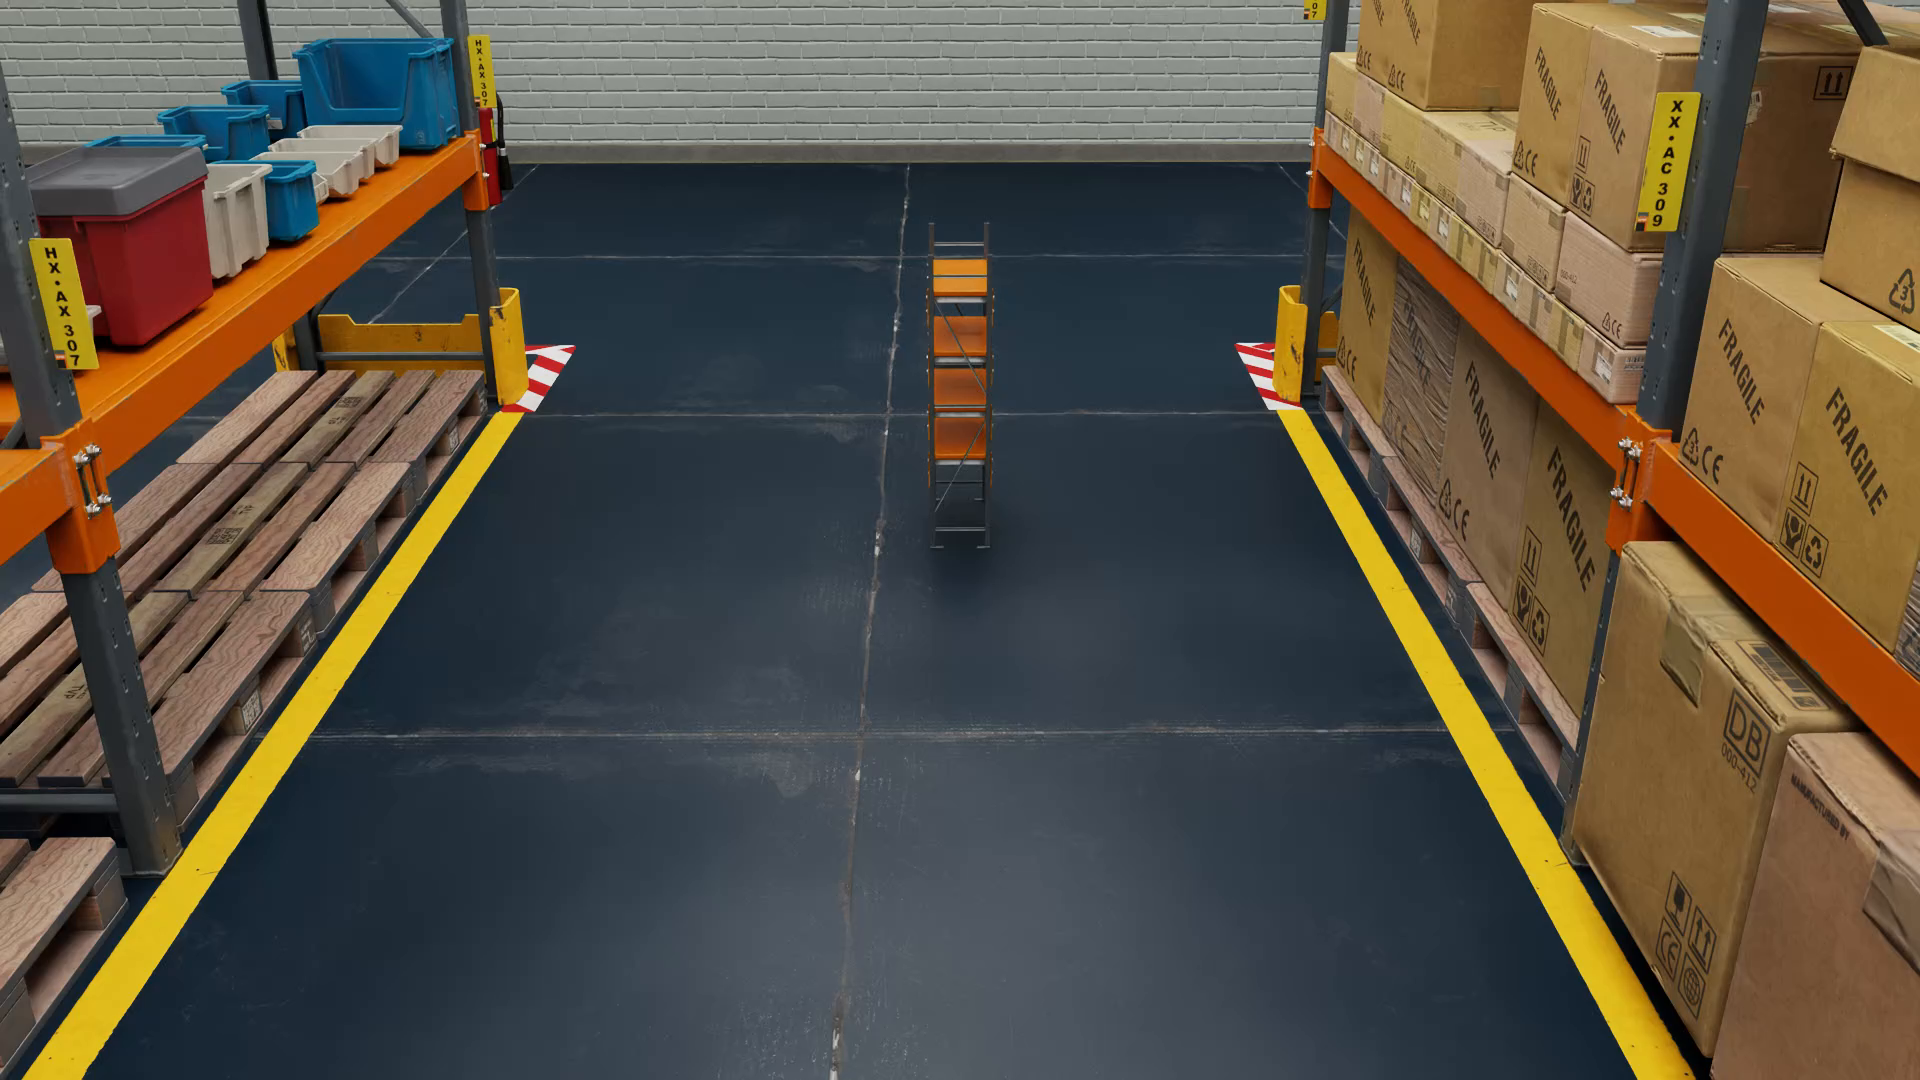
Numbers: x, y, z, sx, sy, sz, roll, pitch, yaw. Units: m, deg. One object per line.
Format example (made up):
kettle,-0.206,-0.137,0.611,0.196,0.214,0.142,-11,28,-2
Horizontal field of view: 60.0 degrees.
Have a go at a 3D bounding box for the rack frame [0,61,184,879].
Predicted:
rack frame,-2.724,-0.443,4.089,1.000,3.000,0.127,0,24,-1

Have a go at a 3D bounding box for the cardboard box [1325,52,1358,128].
cardboard box,1.920,-1.981,7.312,0.500,0.250,0.500,-1,24,-2

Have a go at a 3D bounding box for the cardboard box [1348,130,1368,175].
cardboard box,1.866,-1.640,7.040,0.380,0.149,0.250,-1,24,-2

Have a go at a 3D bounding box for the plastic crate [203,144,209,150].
plastic crate,-3.166,-1.483,6.636,0.250,0.136,0.298,0,24,-1

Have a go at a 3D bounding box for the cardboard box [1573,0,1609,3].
cardboard box,2.453,-2.322,7.156,0.500,0.500,0.500,0,24,0

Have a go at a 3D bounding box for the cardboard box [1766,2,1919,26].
cardboard box,2.482,-1.275,4.841,0.500,0.500,0.500,0,24,-1

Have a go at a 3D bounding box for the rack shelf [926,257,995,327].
rack shelf,-0.002,-0.973,6.492,0.258,0.148,0.480,0,24,-1

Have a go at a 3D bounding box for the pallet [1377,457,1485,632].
pallet,2.283,-0.012,6.520,1.003,0.211,1.213,0,24,-1

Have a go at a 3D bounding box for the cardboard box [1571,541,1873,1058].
cardboard box,2.256,0.576,3.906,1.225,0.875,0.875,0,24,0

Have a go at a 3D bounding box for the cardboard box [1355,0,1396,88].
cardboard box,1.926,-2.117,6.702,0.500,0.500,0.500,-1,24,-2

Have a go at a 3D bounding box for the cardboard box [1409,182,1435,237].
cardboard box,1.877,-1.217,6.106,0.380,0.149,0.250,-1,24,-2

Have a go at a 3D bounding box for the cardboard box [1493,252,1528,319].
cardboard box,1.889,-0.792,5.167,0.380,0.149,0.250,0,24,0

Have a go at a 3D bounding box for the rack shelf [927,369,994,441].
rack shelf,-0.002,-0.554,6.681,0.258,0.148,0.480,0,24,-1

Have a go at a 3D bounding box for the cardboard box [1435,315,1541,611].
cardboard box,2.292,-0.331,5.911,0.875,0.875,0.875,0,24,-1

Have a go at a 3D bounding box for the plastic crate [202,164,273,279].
plastic crate,-2.556,-1.046,5.494,0.437,0.282,0.530,0,24,-1

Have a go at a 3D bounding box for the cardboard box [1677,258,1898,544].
cardboard box,1.984,-0.320,3.696,0.500,0.500,0.500,0,24,0

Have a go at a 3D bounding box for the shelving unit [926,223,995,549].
shelving unit,-0.002,-0.615,6.654,0.258,1.200,0.503,0,24,-1

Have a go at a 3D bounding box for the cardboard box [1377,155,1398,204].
cardboard box,1.872,-1.427,6.571,0.380,0.149,0.250,-1,24,-2

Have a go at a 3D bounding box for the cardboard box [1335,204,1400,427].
cardboard box,2.272,-1.073,7.551,0.875,0.875,0.875,0,24,-1

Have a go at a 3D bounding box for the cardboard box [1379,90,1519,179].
cardboard box,1.935,-1.560,6.380,0.500,0.250,0.500,-1,24,-2

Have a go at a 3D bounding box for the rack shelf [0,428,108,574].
rack shelf,-2.702,0.709,2.415,1.077,0.370,4.000,0,24,-1

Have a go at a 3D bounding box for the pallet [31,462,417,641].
pallet,-2.787,0.021,6.447,1.003,0.211,1.213,0,24,-1

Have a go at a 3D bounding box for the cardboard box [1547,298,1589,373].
cardboard box,1.895,-0.581,4.699,0.380,0.149,0.250,0,24,0

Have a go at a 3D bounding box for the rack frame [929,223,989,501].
rack frame,-0.004,-0.715,6.876,0.240,1.200,0.015,0,24,-1

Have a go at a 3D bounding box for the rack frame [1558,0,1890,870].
rack frame,2.229,-0.465,4.138,1.000,3.000,0.127,0,24,-1

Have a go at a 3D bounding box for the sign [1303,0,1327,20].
sign,1.630,-2.544,7.587,0.100,0.325,0.005,0,24,-1

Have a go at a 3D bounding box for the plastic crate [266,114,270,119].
plastic crate,-3.173,-1.762,7.254,0.250,0.136,0.298,0,24,-1

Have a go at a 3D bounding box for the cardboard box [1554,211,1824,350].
cardboard box,1.962,-0.713,4.507,0.500,0.250,0.500,-1,24,-2

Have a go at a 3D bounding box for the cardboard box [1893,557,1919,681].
cardboard box,1.995,0.094,2.782,0.500,0.500,0.500,-1,24,-2

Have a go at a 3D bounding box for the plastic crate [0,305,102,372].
plastic crate,-2.586,-0.542,4.556,0.396,0.136,0.243,0,24,-1

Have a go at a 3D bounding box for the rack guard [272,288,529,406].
rack guard,-2.781,-0.962,8.270,1.175,0.500,0.348,0,24,-1

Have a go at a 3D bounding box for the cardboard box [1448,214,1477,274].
cardboard box,1.883,-1.004,5.635,0.380,0.149,0.250,-1,24,-1

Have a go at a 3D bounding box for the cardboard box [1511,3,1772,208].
cardboard box,1.955,-1.268,4.826,0.500,0.500,0.500,0,24,0

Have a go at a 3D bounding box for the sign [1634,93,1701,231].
sign,1.674,-0.892,3.936,0.100,0.325,0.005,0,24,-1

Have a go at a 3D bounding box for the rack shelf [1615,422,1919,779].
rack shelf,2.251,0.687,2.464,1.077,0.370,4.000,0,24,-1

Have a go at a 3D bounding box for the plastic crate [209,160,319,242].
plastic crate,-2.489,-1.197,5.887,0.416,0.233,0.300,0,24,-1

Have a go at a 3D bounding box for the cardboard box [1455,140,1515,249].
cardboard box,1.948,-1.136,5.444,0.500,0.250,0.500,0,24,1

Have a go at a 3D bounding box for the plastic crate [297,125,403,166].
plastic crate,-2.578,-1.663,7.034,0.396,0.136,0.243,0,24,-1

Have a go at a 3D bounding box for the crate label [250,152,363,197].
crate label,-2.561,-1.429,6.516,0.396,0.136,0.243,0,24,-1

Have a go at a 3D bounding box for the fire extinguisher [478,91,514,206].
fire extinguisher,-2.315,-1.950,7.968,0.296,0.674,0.183,0,24,-1

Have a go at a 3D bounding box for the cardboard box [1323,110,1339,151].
cardboard box,1.859,-1.851,7.507,0.380,0.149,0.250,0,24,0

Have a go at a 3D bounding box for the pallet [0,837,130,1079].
pallet,-2.757,1.146,3.960,1.003,0.211,1.213,0,24,-1
